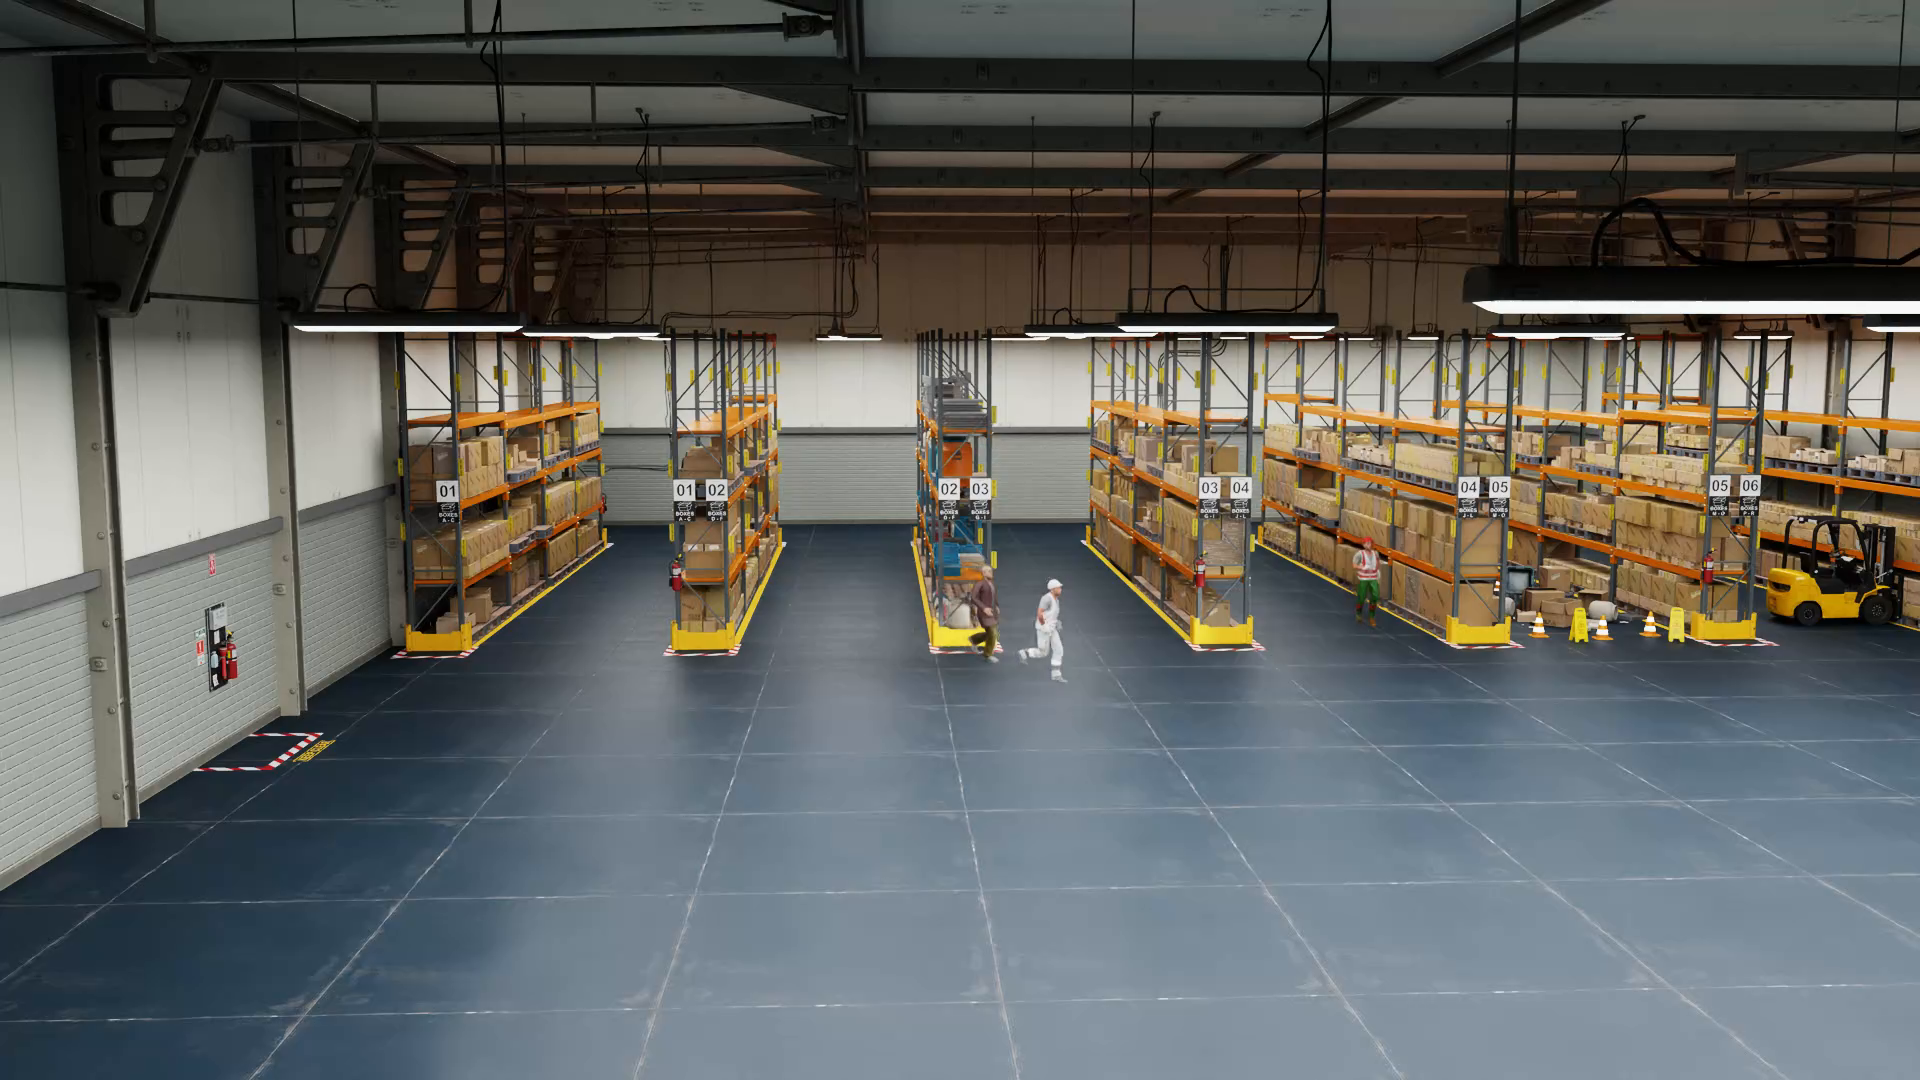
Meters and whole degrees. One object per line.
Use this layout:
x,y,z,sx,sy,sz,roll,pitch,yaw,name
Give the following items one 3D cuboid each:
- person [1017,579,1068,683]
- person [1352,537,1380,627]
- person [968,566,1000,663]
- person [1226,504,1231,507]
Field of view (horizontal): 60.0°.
1.426,1.540,28.358,0.950,1.767,0.664,3,8,27,person
8.288,0.850,33.866,0.664,1.852,0.775,-1,7,-6,person
0.420,1.372,30.108,0.717,1.656,0.743,4,8,31,person
7.483,-0.652,46.827,0.677,1.856,0.778,2,7,15,person
